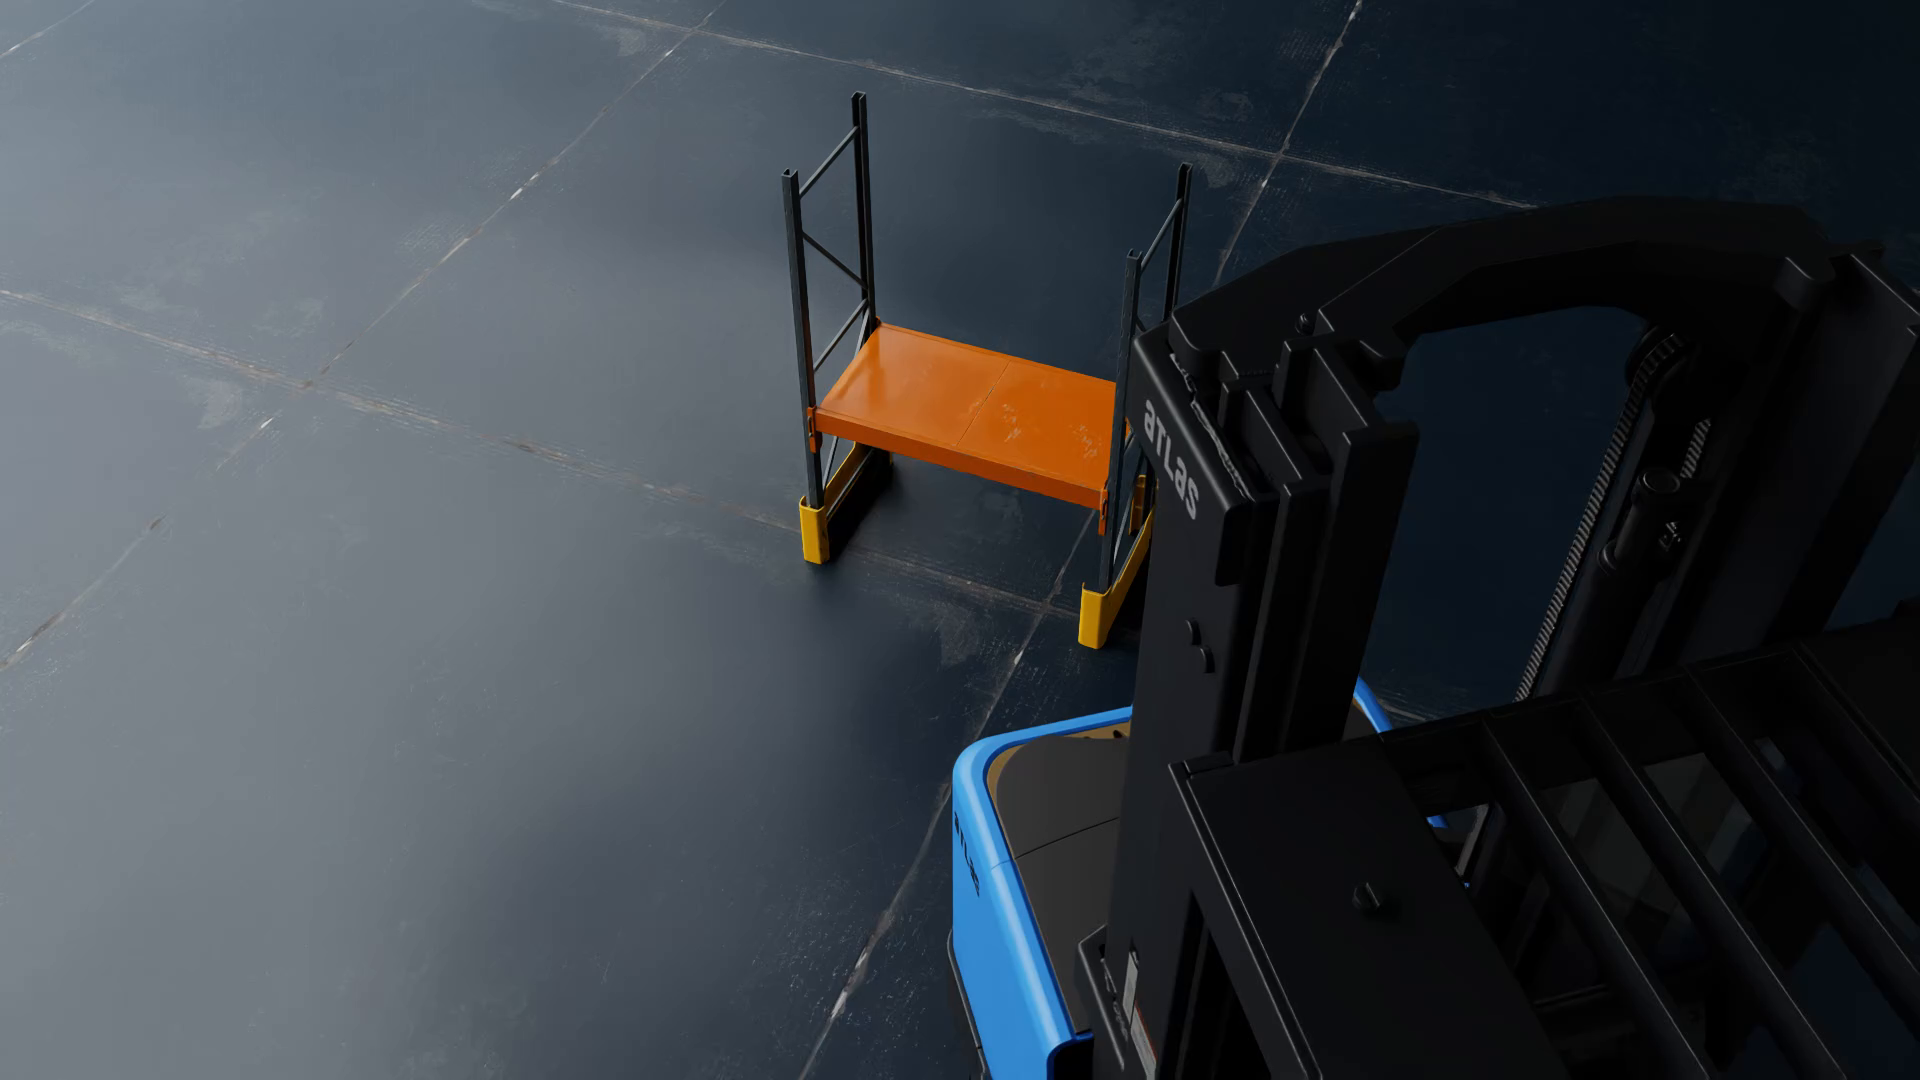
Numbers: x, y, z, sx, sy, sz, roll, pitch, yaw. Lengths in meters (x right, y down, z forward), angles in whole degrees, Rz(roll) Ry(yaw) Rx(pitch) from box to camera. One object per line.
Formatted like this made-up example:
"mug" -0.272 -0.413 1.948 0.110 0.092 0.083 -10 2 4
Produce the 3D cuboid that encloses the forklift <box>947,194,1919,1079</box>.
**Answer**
"forklift" 0.846 1.099 2.567 1.130 2.935 3.031 -11 46 -11

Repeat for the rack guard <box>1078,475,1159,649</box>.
"rack guard" 0.530 0.067 5.505 0.087 0.250 0.587 16 47 16

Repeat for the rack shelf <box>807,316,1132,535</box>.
"rack shelf" 0.079 -0.381 5.325 1.000 0.185 0.538 16 47 16

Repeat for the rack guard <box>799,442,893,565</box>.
"rack guard" -0.389 -0.203 5.777 0.087 0.250 0.587 16 47 16

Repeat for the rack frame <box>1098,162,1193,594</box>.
"rack frame" 0.548 -0.370 5.059 0.032 1.500 0.500 16 47 16

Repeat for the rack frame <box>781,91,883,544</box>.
"rack frame" -0.390 -0.647 5.336 0.032 1.500 0.500 16 47 16

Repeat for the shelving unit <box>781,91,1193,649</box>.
"shelving unit" 0.070 -0.511 5.200 1.083 1.500 0.587 16 47 16
